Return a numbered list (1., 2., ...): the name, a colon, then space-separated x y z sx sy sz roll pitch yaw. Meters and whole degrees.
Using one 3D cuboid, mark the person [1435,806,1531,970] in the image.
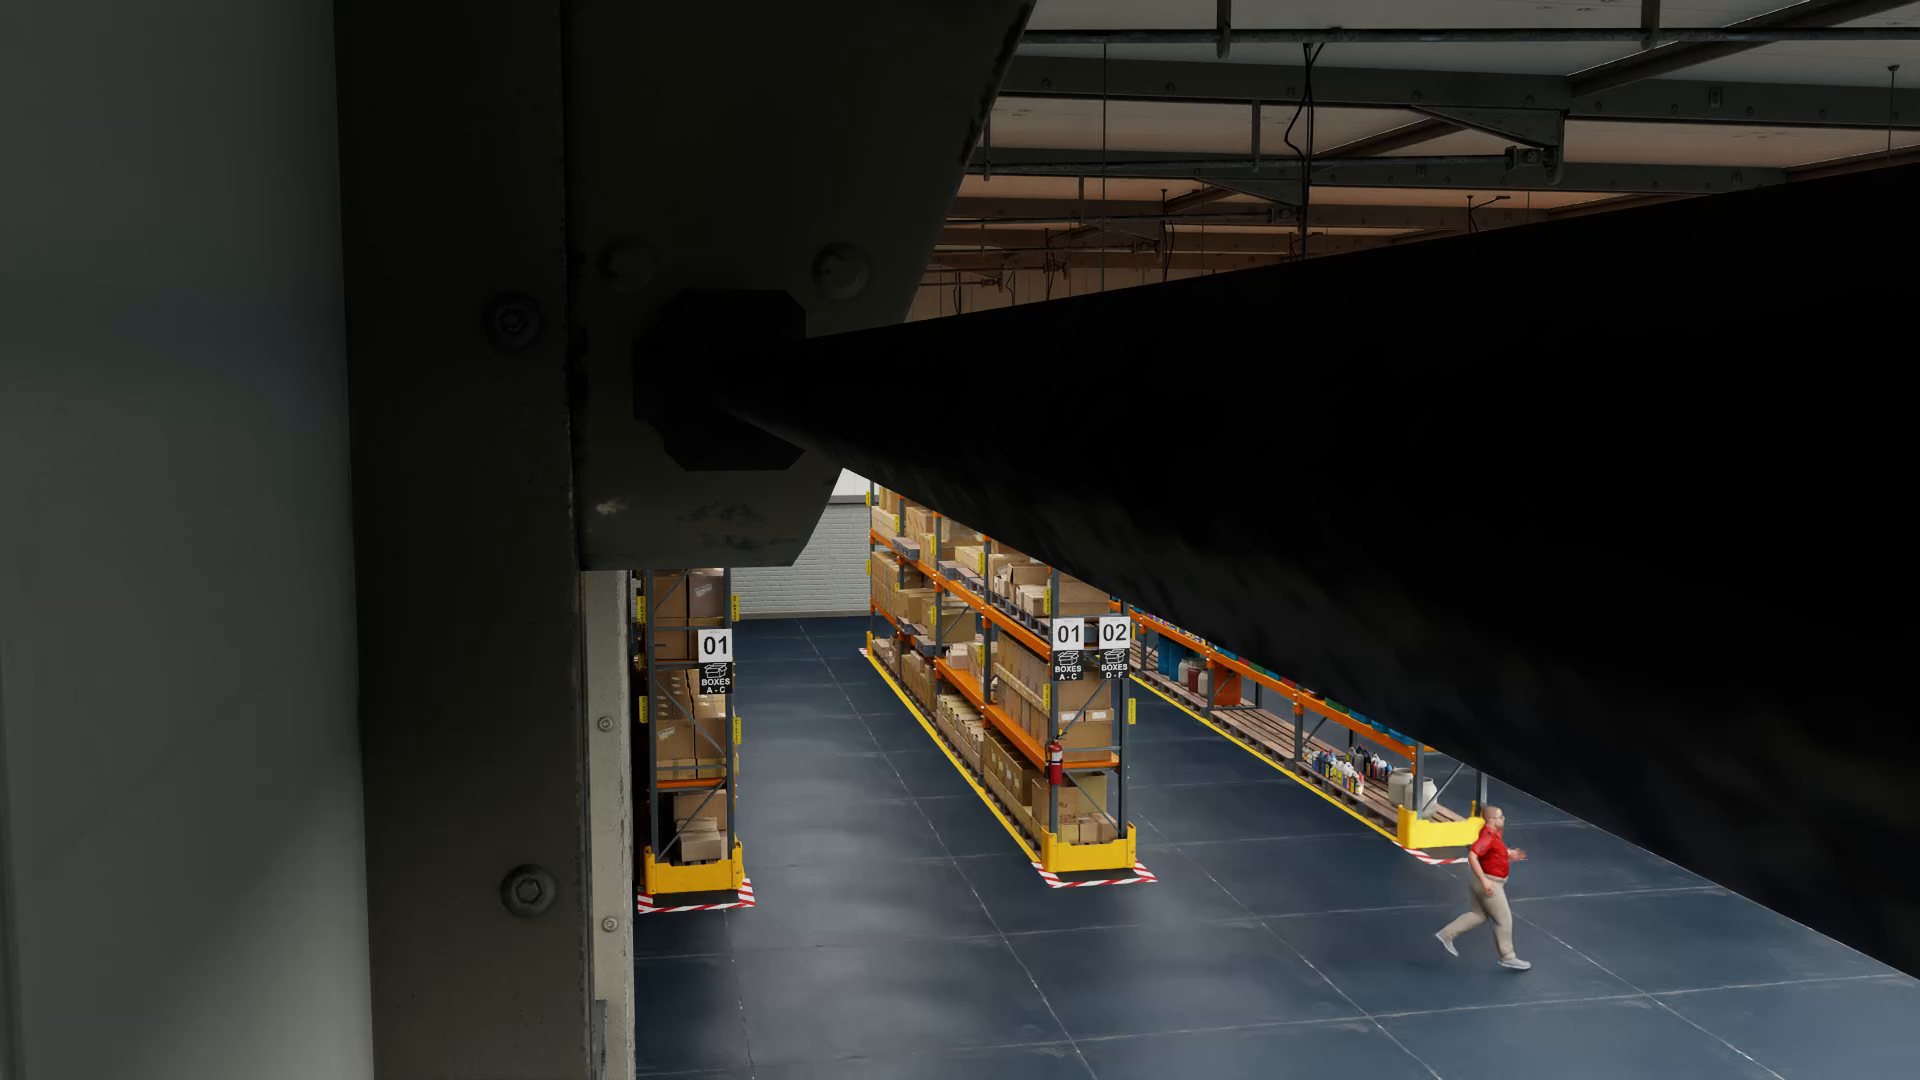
1. person: 5.516 3.633 17.465 0.971 1.709 0.663 1 6 10
